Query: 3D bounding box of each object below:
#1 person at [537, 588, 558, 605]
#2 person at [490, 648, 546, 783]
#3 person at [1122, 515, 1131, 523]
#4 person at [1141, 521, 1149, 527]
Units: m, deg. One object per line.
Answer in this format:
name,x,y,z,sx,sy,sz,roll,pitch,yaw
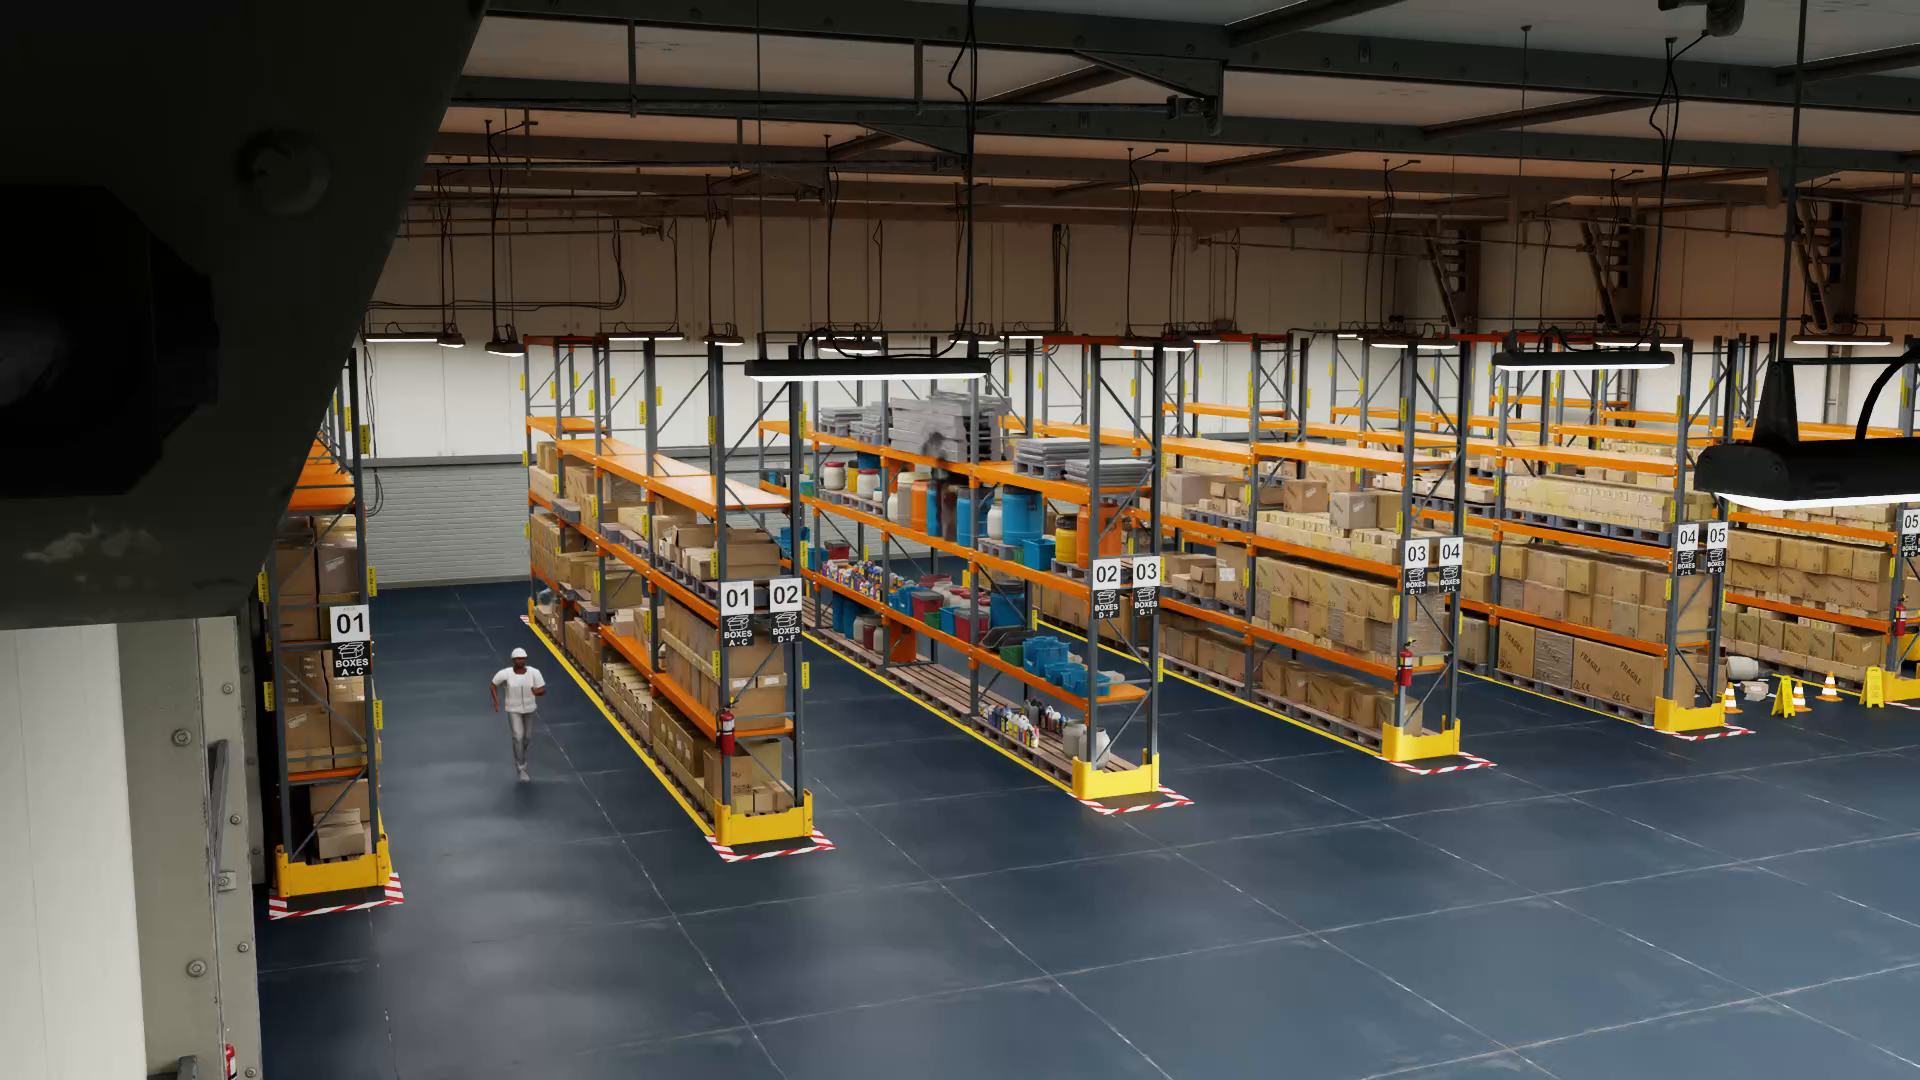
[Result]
person,-8.930,0.681,36.043,0.615,1.738,0.677,-1,8,-7
person,-6.080,2.373,23.027,0.692,1.781,0.922,-5,9,-32
person,4.066,0.059,41.168,0.681,1.650,0.707,-5,9,-34
person,4.300,0.430,38.588,0.576,1.594,0.870,-2,8,-11
